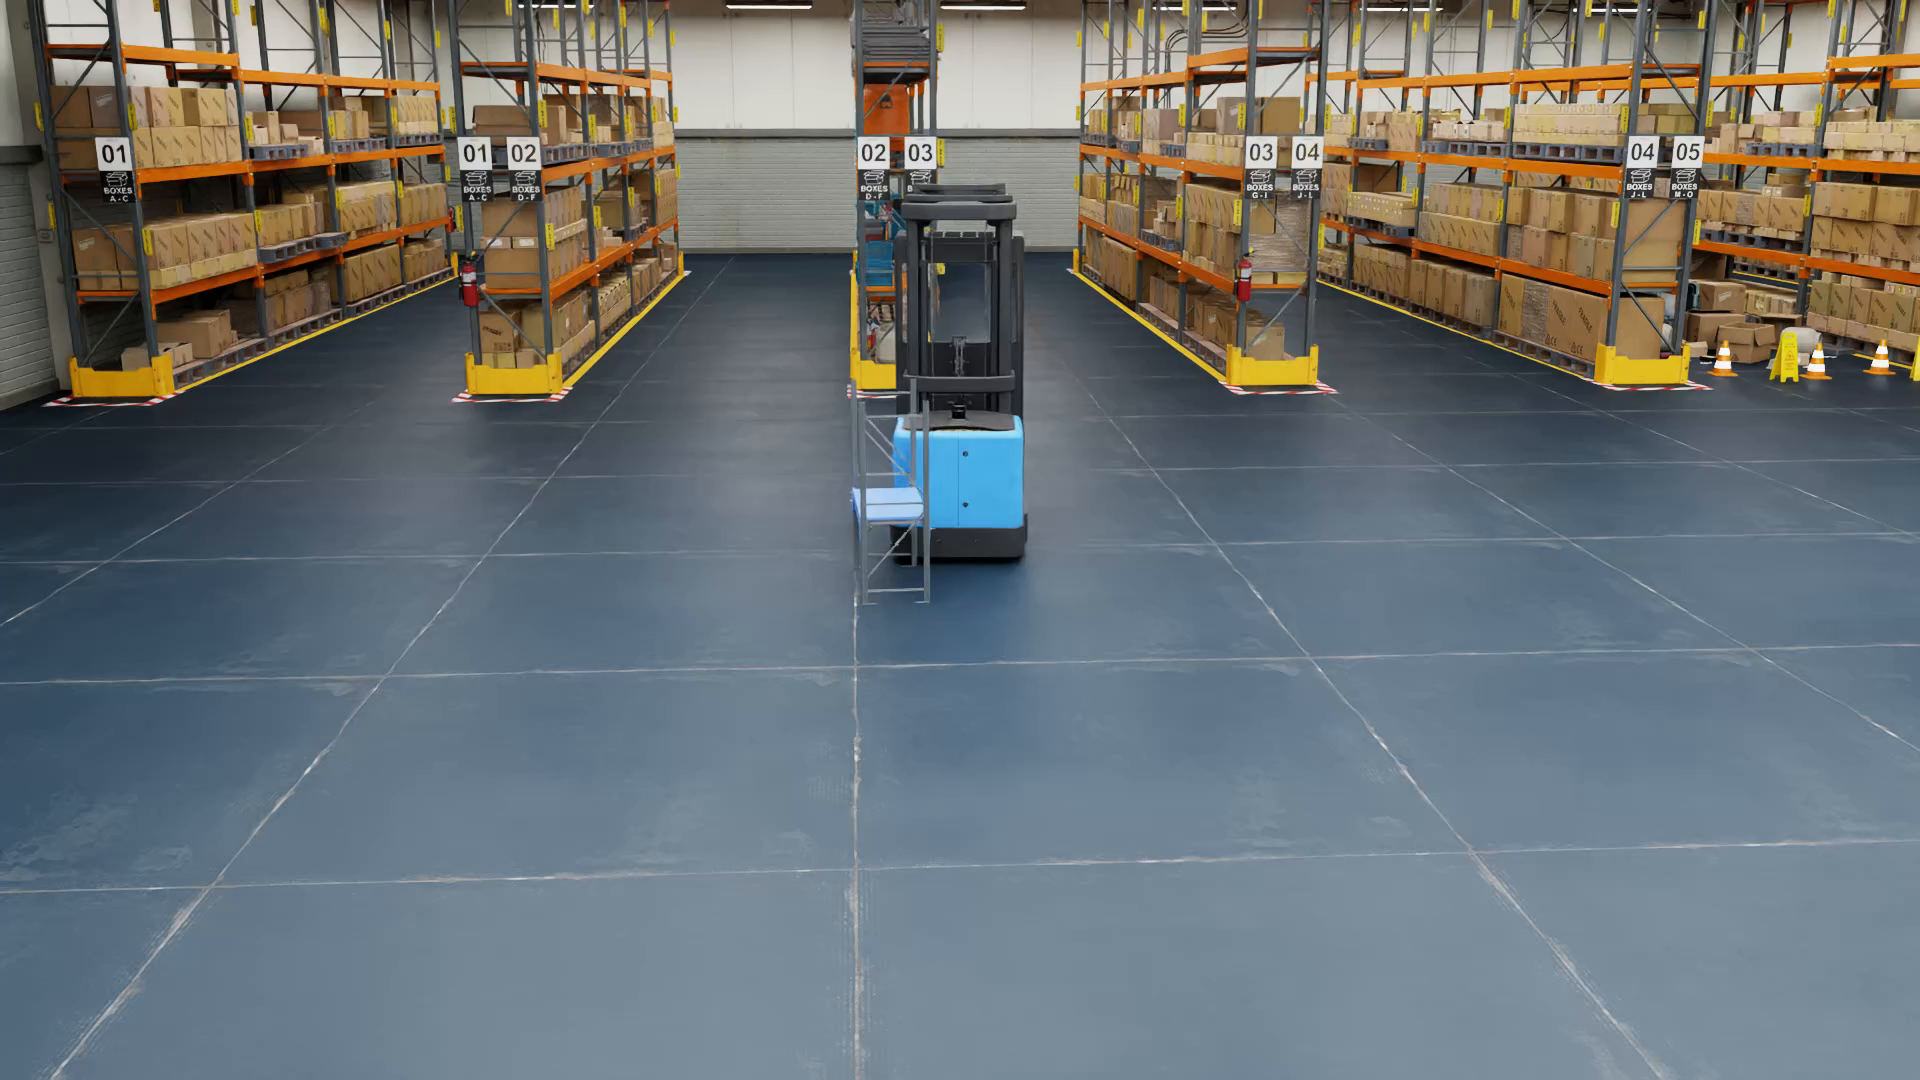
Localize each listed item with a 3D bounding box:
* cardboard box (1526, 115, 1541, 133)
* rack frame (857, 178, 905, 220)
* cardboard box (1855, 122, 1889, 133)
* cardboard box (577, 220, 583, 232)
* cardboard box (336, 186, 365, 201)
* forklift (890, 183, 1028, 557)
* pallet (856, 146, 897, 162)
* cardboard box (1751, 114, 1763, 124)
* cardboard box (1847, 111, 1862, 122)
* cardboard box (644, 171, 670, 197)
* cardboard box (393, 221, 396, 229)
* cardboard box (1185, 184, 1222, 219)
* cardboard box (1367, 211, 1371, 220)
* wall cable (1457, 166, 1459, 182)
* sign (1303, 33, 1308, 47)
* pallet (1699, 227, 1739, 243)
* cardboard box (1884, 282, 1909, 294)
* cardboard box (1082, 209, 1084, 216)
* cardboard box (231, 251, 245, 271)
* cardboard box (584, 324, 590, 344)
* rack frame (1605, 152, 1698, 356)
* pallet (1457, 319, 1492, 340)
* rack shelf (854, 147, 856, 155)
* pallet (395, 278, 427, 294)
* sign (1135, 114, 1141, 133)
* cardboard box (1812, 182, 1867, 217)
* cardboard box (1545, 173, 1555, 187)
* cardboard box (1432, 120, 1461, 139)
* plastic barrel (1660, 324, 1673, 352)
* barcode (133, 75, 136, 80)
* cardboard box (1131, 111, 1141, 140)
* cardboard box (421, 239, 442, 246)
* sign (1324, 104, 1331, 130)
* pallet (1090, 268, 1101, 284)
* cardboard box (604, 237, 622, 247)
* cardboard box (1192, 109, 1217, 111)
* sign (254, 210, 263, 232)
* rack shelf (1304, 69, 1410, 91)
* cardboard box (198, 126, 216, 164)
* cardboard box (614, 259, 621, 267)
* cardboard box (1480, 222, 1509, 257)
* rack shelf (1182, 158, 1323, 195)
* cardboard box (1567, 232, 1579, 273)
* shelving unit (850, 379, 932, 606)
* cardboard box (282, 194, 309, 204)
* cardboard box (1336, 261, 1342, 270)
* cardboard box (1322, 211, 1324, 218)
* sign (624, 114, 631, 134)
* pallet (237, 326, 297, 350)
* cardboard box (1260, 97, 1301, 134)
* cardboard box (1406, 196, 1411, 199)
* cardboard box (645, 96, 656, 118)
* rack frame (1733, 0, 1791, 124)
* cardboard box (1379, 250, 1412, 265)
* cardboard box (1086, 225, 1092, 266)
[{"bbox_3d":[8.641,-6.096,24.341,0.500,0.250,0.500,-1,14,-4],"label":"cardboard box"},{"bbox_3d":[-1.538,-6.434,33.011,1.000,3.000,0.127,-1,14,-3],"label":"rack frame"},{"bbox_3d":[13.528,-6.111,24.643,0.380,0.149,0.250,-1,14,-4],"label":"cardboard box"},{"bbox_3d":[-5.743,-4.605,24.402,0.380,0.149,0.250,-1,14,-5],"label":"cardboard box"},{"bbox_3d":[-11.018,-6.226,29.862,0.500,0.250,0.500,-1,14,-3],"label":"cardboard box"},{"bbox_3d":[-0.002,-1.591,14.329,1.130,2.935,3.031,0,14,0],"label":"forklift"},{"bbox_3d":[-0.901,-5.627,24.236,1.213,0.211,1.003,-1,14,-3],"label":"pallet"},{"bbox_3d":[17.792,-9.261,36.679,0.500,0.250,0.500,-1,14,-4],"label":"cardboard box"},{"bbox_3d":[14.114,-6.774,26.770,0.500,0.250,0.500,-1,14,-5],"label":"cardboard box"},{"bbox_3d":[-6.328,-7.397,34.547,0.500,0.500,0.500,0,14,-2],"label":"cardboard box"},{"bbox_3d":[-11.123,-6.089,32.136,0.380,0.149,0.250,-1,14,-3],"label":"cardboard box"},{"bbox_3d":[3.675,-5.081,24.951,0.500,0.500,0.500,-1,14,-3],"label":"cardboard box"},{"bbox_3d":[8.013,-6.213,31.817,0.380,0.149,0.250,-1,14,-4],"label":"cardboard box"},{"bbox_3d":[12.675,-9.567,43.088,0.585,1.953,0.123,-1,14,-3],"label":"wall cable"},{"bbox_3d":[7.572,-10.944,36.468,0.100,0.325,0.005,-1,14,-3],"label":"sign"},{"bbox_3d":[13.694,-5.400,29.378,1.213,0.211,1.003,-1,14,-3],"label":"pallet"},{"bbox_3d":[13.613,-3.641,24.027,0.380,0.149,0.250,0,14,-1],"label":"cardboard box"},{"bbox_3d":[2.883,-7.162,36.348,0.380,0.149,0.250,-1,14,-5],"label":"cardboard box"},{"bbox_3d":[-10.576,-3.991,23.778,0.500,0.250,0.500,-1,14,-3],"label":"cardboard box"},{"bbox_3d":[-5.719,-3.004,24.356,0.500,0.250,0.500,-1,14,-3],"label":"cardboard box"},{"bbox_3d":[9.105,-3.577,21.909,1.000,3.000,0.127,-1,14,-3],"label":"rack frame"},{"bbox_3d":[8.734,-3.412,26.864,1.003,0.211,1.213,-1,14,-3],"label":"pallet"},{"bbox_3d":[-1.662,-8.035,34.660,1.077,0.370,4.000,-1,14,-3],"label":"rack shelf"},{"bbox_3d":[-11.396,-5.120,33.504,1.003,0.211,1.213,-1,14,-3],"label":"pallet"},{"bbox_3d":[3.098,-7.250,28.968,0.100,0.325,0.005,-1,14,-3],"label":"sign"},{"bbox_3d":[13.602,-5.237,25.558,0.700,0.500,0.500,-1,14,-4],"label":"cardboard box"},{"bbox_3d":[12.904,-7.686,35.673,0.500,0.500,0.500,-1,14,-3],"label":"cardboard box"},{"bbox_3d":[8.435,-7.045,28.501,0.500,0.311,0.500,-1,14,-3],"label":"cardboard box"},{"bbox_3d":[10.459,-3.066,25.092,0.512,0.421,0.421,10,18,35],"label":"plastic barrel"},{"bbox_3d":[-11.274,-6.311,22.704,0.001,0.075,0.075,-1,14,-3],"label":"barcode"},{"bbox_3d":[3.402,-7.584,30.418,0.500,0.500,0.500,0,14,0],"label":"cardboard box"},{"bbox_3d":[-11.341,-6.381,35.678,0.380,0.149,0.250,-1,14,-4],"label":"cardboard box"},{"bbox_3d":[4.690,-5.410,21.259,0.100,0.325,0.005,-1,14,-3],"label":"sign"},{"bbox_3d":[3.357,-5.654,35.577,1.003,0.211,1.213,-1,14,-3],"label":"pallet"},{"bbox_3d":[-5.903,-5.022,28.030,0.380,0.149,0.250,-1,14,-3],"label":"cardboard box"},{"bbox_3d":[3.990,-6.893,27.573,0.500,0.500,0.500,-1,14,-2],"label":"cardboard box"},{"bbox_3d":[-10.390,-4.720,24.616,0.100,0.325,0.005,-1,14,-3],"label":"sign"},{"bbox_3d":[8.238,-9.614,34.784,1.077,0.370,4.000,-1,14,-3],"label":"rack shelf"},{"bbox_3d":[-10.562,-5.417,22.799,0.500,0.500,0.500,-1,15,-6],"label":"cardboard box"},{"bbox_3d":[-6.602,-5.226,30.947,0.500,0.250,0.500,-1,14,-4],"label":"cardboard box"},{"bbox_3d":[8.558,-4.746,26.251,0.500,0.500,0.500,-1,14,-4],"label":"cardboard box"},{"bbox_3d":[4.025,-5.127,23.358,1.077,0.370,4.000,-1,14,-3],"label":"rack shelf"},{"bbox_3d":[9.072,-4.019,23.325,0.875,0.550,0.550,-1,14,-3],"label":"cardboard box"},{"bbox_3d":[-0.530,-0.383,12.507,0.538,1.500,1.048,-2,15,-7],"label":"shelving unit"},{"bbox_3d":[-11.093,-5.696,27.760,0.380,0.149,0.250,-3,15,-13],"label":"cardboard box"},{"bbox_3d":[7.996,-5.669,34.320,0.380,0.149,0.250,-2,15,-6],"label":"cardboard box"},{"bbox_3d":[7.954,-6.962,35.568,0.380,0.149,0.250,0,14,-1],"label":"cardboard box"},{"bbox_3d":[-5.680,-7.111,28.428,0.100,0.325,0.005,-1,14,-3],"label":"sign"},{"bbox_3d":[-10.981,-3.134,25.784,1.003,0.211,1.213,-1,14,-3],"label":"pallet"},{"bbox_3d":[4.326,-5.786,22.675,0.500,0.500,0.500,-1,14,-4],"label":"cardboard box"},{"bbox_3d":[8.679,-6.443,31.517,0.380,0.149,0.250,-1,14,-4],"label":"cardboard box"},{"bbox_3d":[-6.440,-8.590,33.166,0.700,0.500,0.500,-1,14,-3],"label":"cardboard box"},{"bbox_3d":[18.002,-10.641,37.323,1.000,3.000,0.127,-1,14,-3],"label":"rack frame"},{"bbox_3d":[8.247,-5.341,31.433,0.500,0.250,0.500,-1,14,-2],"label":"cardboard box"},{"bbox_3d":[3.277,-6.521,36.773,0.875,0.875,0.875,-1,14,-3],"label":"cardboard box"}]
